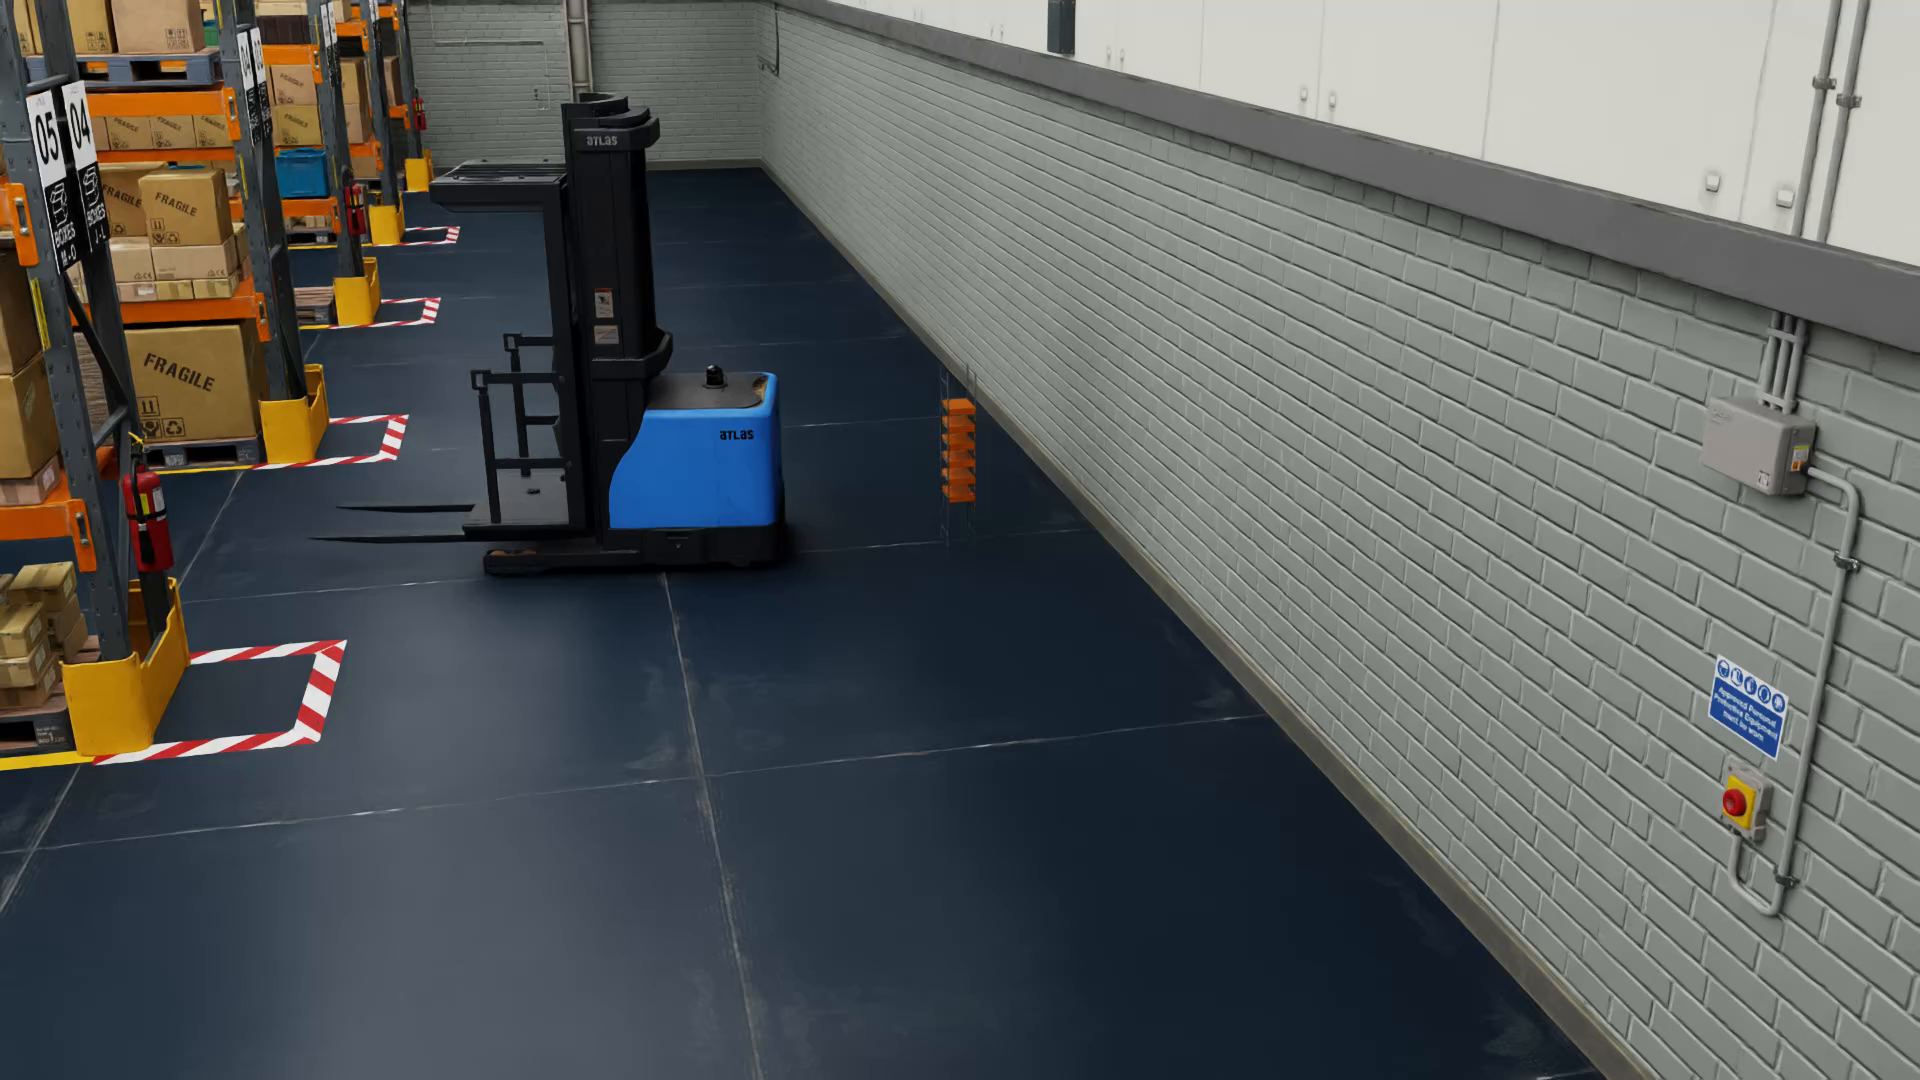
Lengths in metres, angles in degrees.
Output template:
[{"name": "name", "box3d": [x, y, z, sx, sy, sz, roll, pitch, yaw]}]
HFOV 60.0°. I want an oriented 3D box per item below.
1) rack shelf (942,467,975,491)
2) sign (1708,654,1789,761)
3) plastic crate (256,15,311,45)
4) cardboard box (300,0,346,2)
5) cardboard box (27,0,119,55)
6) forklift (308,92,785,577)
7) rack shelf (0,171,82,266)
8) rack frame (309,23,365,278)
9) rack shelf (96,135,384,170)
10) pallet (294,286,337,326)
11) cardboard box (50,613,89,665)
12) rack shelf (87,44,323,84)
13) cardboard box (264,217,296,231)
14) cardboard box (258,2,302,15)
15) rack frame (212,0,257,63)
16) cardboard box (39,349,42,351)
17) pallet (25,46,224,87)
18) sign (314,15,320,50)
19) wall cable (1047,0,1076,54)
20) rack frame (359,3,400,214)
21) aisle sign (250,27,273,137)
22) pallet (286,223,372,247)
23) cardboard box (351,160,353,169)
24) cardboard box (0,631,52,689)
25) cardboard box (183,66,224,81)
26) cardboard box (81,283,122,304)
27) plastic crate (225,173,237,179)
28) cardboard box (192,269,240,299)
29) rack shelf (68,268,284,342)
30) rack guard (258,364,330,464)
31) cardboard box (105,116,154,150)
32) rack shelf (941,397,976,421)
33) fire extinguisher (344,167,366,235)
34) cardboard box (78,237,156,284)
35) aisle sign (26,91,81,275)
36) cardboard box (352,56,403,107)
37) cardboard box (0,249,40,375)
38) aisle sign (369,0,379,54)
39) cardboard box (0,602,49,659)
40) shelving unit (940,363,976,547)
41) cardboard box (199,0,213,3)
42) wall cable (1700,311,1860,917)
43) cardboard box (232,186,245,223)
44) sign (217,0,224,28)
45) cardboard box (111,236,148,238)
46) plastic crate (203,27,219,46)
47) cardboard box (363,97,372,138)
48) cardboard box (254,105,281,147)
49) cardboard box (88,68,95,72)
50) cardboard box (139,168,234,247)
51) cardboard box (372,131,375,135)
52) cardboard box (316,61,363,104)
[{"name": "rack shelf", "box3d": [-0.014, -0.408, 11.162, 0.180, 0.103, 0.258, -5, 21, -12]}, {"name": "sign", "box3d": [2.438, 0.516, 5.152, 0.001, 0.218, 0.327, -5, 21, -12]}, {"name": "plastic crate", "box3d": [-6.952, -5.267, 17.161, 0.590, 0.269, 0.497, -5, 21, -12]}, {"name": "cardboard box", "box3d": [-8.090, -6.962, 21.090, 0.500, 0.250, 0.500, -5, 21, -12]}, {"name": "cardboard box", "box3d": [-6.442, -3.836, 12.162, 0.500, 0.500, 0.700, -5, 21, -14]}, {"name": "forklift", "box3d": [-2.711, -1.325, 10.671, 3.031, 2.935, 1.130, -1, 20, -3]}, {"name": "rack shelf", "box3d": [-6.277, -1.443, 7.579, 4.000, 0.370, 1.077, -5, 21, -12]}, {"name": "rack frame", "box3d": [-6.513, -3.857, 17.483, 0.127, 3.000, 1.000, -5, 21, -12]}, {"name": "rack shelf", "box3d": [-9.595, -5.019, 21.702, 4.000, 0.370, 1.077, -5, 21, -12]}, {"name": "pallet", "box3d": [-7.324, -2.496, 17.820, 1.213, 0.211, 1.003, -5, 21, -12]}, {"name": "cardboard box", "box3d": [-4.914, 0.545, 9.001, 0.250, 0.149, 0.380, -4, 21, -11]}, {"name": "rack shelf", "box3d": [-8.459, -4.770, 16.659, 4.000, 0.370, 1.077, -5, 21, -12]}, {"name": "cardboard box", "box3d": [-9.053, -4.240, 21.887, 0.500, 0.250, 0.500, -5, 21, -12]}, {"name": "cardboard box", "box3d": [-8.578, -6.689, 21.070, 0.500, 0.250, 0.500, -5, 21, -12]}, {"name": "rack frame", "box3d": [-5.373, -5.016, 11.926, 0.127, 3.000, 1.000, -5, 21, -12]}, {"name": "cardboard box", "box3d": [-4.831, -0.775, 8.490, 0.500, 0.500, 0.500, -4, 20, -10]}, {"name": "pallet", "box3d": [-6.093, -3.504, 12.287, 1.213, 0.211, 1.003, -5, 21, -12]}, {"name": "sign", "box3d": [-6.371, -5.034, 16.486, 0.005, 0.325, 0.100, -5, 21, -12]}, {"name": "wall cable", "box3d": [0.923, -5.821, 9.445, 0.120, 5.999, 2.277, -5, 21, -12]}, {"name": "rack frame", "box3d": [-7.649, -5.516, 22.011, 0.127, 3.000, 1.000, -5, 21, -12]}, {"name": "aisle sign", "box3d": [-5.372, -3.526, 12.800, 0.004, 0.787, 0.394, -5, 21, -12]}, {"name": "pallet", "box3d": [-8.499, -4.137, 22.301, 1.213, 0.211, 1.003, -5, 21, -12]}, {"name": "cardboard box", "box3d": [-9.938, -6.068, 26.543, 0.500, 0.500, 0.700, -5, 21, -13]}, {"name": "cardboard box", "box3d": [-4.778, 0.608, 8.395, 0.250, 0.149, 0.380, -5, 21, -14]}, {"name": "cardboard box", "box3d": [-9.514, -5.781, 21.137, 0.500, 0.500, 0.500, -4, 20, -11]}, {"name": "cardboard box", "box3d": [-6.385, -1.883, 12.459, 0.250, 0.149, 0.380, -4, 21, -12]}, {"name": "plastic crate", "box3d": [-7.820, -3.801, 17.626, 0.298, 0.136, 0.250, -5, 21, -12]}, {"name": "cardboard box", "box3d": [-5.644, -1.943, 12.623, 0.250, 0.149, 0.380, -4, 21, -11]}, {"name": "rack shelf", "box3d": [-7.320, -1.703, 12.649, 4.000, 0.370, 1.077, -5, 21, -12]}, {"name": "rack guard", "box3d": [-5.350, -1.027, 13.393, 0.348, 0.500, 1.175, -5, 21, -12]}, {"name": "cardboard box", "box3d": [-10.486, -5.237, 21.104, 0.500, 0.500, 0.500, -4, 21, -12]}, {"name": "rack shelf", "box3d": [-0.014, -0.859, 10.997, 0.180, 0.103, 0.258, -5, 21, -12]}, {"name": "fire extinguisher", "box3d": [-6.262, -3.506, 17.178, 0.183, 0.674, 0.296, -5, 21, -12]}, {"name": "cardboard box", "box3d": [-6.278, -2.101, 12.476, 0.500, 0.250, 0.500, -5, 21, -13]}, {"name": "aisle sign", "box3d": [-4.190, -1.657, 7.698, 0.004, 0.787, 0.394, -5, 21, -12]}, {"name": "cardboard box", "box3d": [-9.287, -7.271, 26.365, 0.700, 0.700, 0.980, -4, 20, -10]}, {"name": "cardboard box", "box3d": [-4.718, -1.068, 7.837, 0.500, 0.500, 0.500, -5, 21, -14]}, {"name": "aisle sign", "box3d": [-7.512, -6.639, 21.298, 0.004, 0.787, 0.394, -5, 21, -12]}, {"name": "cardboard box", "box3d": [-4.787, 0.458, 8.373, 0.250, 0.149, 0.380, -4, 21, -12]}, {"name": "shelving unit", "box3d": [-0.014, -0.562, 11.105, 0.189, 1.200, 0.258, -5, 21, -12]}, {"name": "cardboard box", "box3d": [-9.549, -6.843, 20.764, 0.500, 0.250, 0.500, -5, 21, -12]}, {"name": "wall cable", "box3d": [2.389, 0.172, 4.962, 0.123, 1.953, 0.585, -5, 21, -12]}, {"name": "cardboard box", "box3d": [-9.715, -4.384, 21.911, 0.637, 0.503, 0.797, -5, 21, -12]}, {"name": "sign", "box3d": [-5.262, -3.804, 11.804, 0.005, 0.325, 0.100, -5, 21, -12]}, {"name": "cardboard box", "box3d": [-6.407, -2.278, 12.957, 0.500, 0.250, 0.500, -5, 21, -13]}, {"name": "plastic crate", "box3d": [-7.407, -4.993, 16.530, 0.336, 0.188, 0.450, -5, 21, -12]}, {"name": "cardboard box", "box3d": [-8.142, -5.616, 22.138, 0.500, 0.500, 0.500, -4, 21, -11]}, {"name": "cardboard box", "box3d": [-9.013, -5.356, 21.430, 0.500, 0.500, 0.500, -4, 21, -12]}, {"name": "cardboard box", "box3d": [-11.019, -5.659, 20.802, 0.500, 0.500, 0.500, -4, 21, -11]}, {"name": "cardboard box", "box3d": [-5.787, -2.494, 12.458, 0.500, 0.500, 0.500, -4, 21, -12]}, {"name": "cardboard box", "box3d": [-9.375, -6.489, 26.750, 0.250, 0.149, 0.380, -5, 21, -12]}, {"name": "cardboard box", "box3d": [-8.019, -5.905, 21.474, 0.500, 0.500, 0.500, -5, 21, -13]}]
